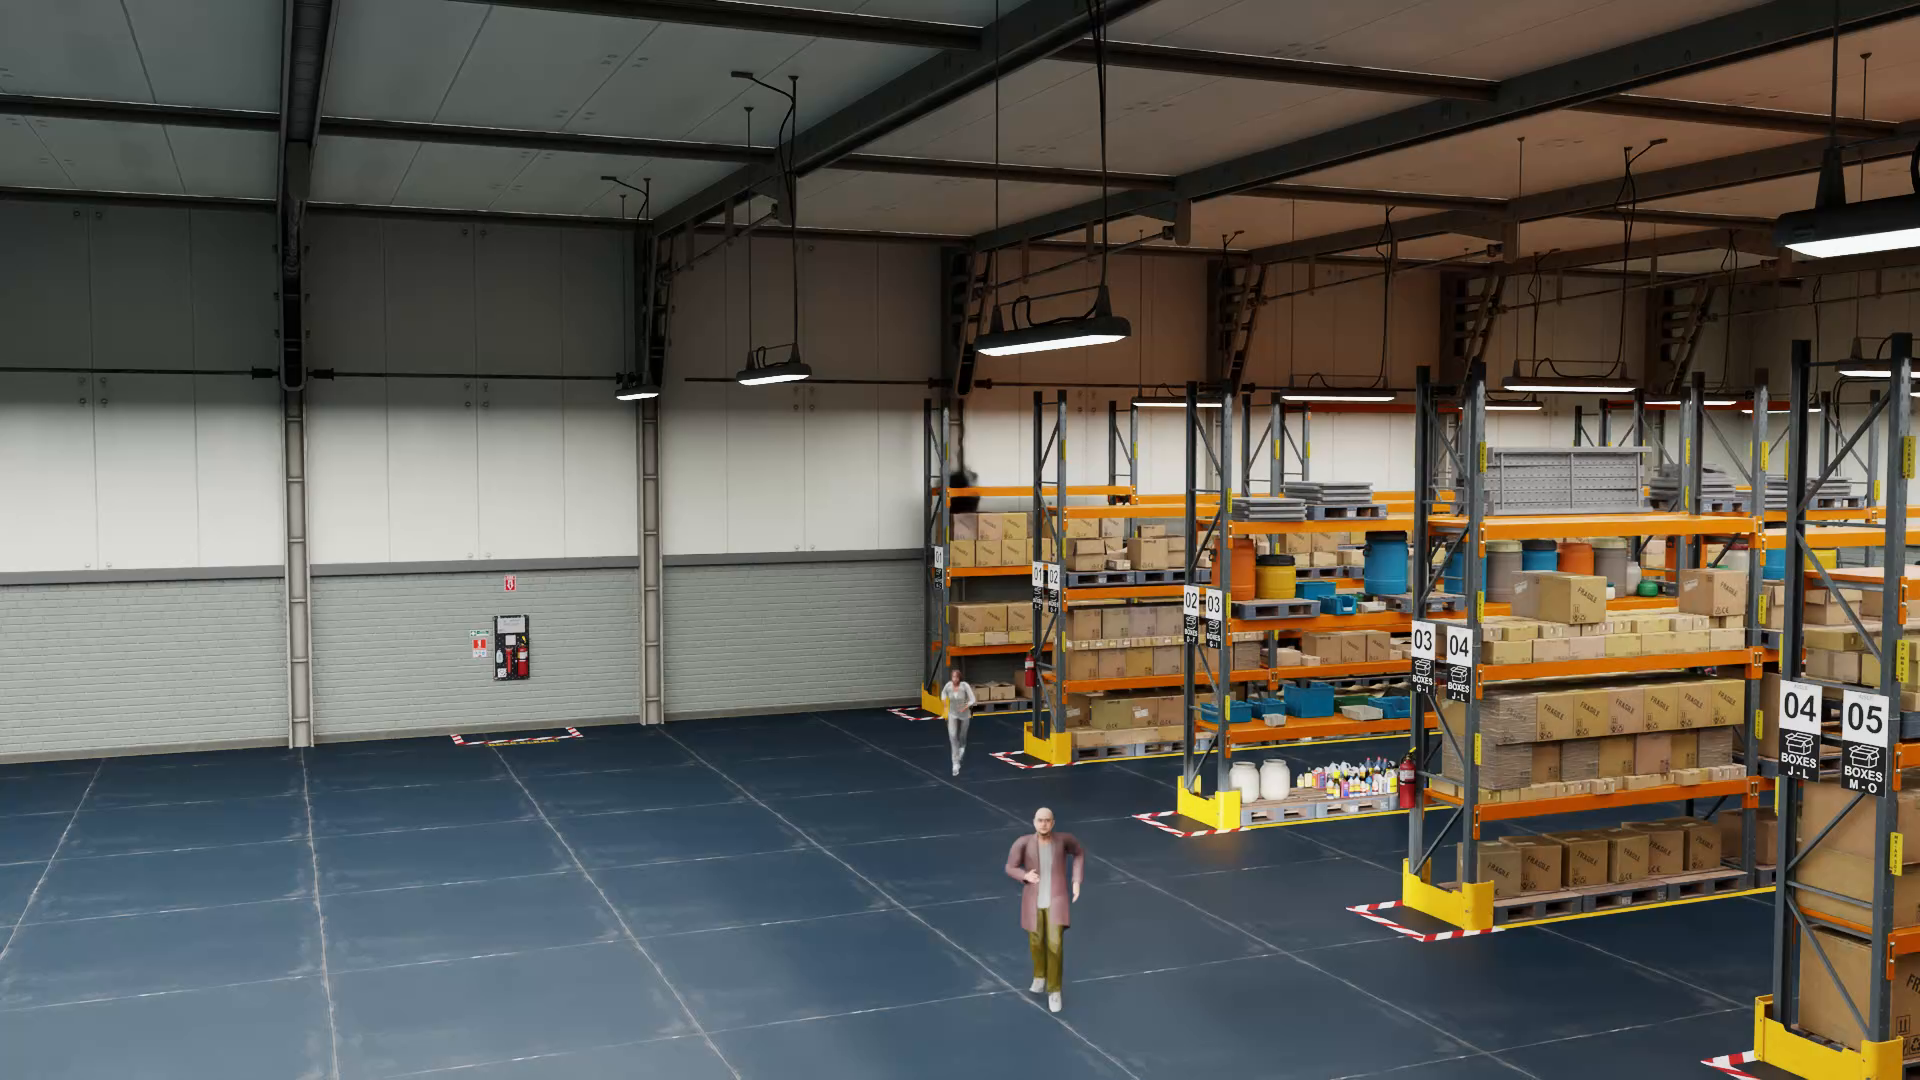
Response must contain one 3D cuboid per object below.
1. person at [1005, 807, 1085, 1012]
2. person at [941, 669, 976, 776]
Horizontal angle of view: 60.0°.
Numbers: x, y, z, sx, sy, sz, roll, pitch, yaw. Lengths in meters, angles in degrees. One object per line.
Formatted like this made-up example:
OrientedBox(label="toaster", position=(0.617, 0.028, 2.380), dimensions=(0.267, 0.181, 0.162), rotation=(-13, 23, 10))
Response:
OrientedBox(label="person", position=(0.773, 3.379, 15.307), dimensions=(0.708, 1.857, 0.840), rotation=(1, 3, 8))
OrientedBox(label="person", position=(-0.029, 2.760, 25.728), dimensions=(0.526, 1.589, 1.003), rotation=(0, 3, 4))
